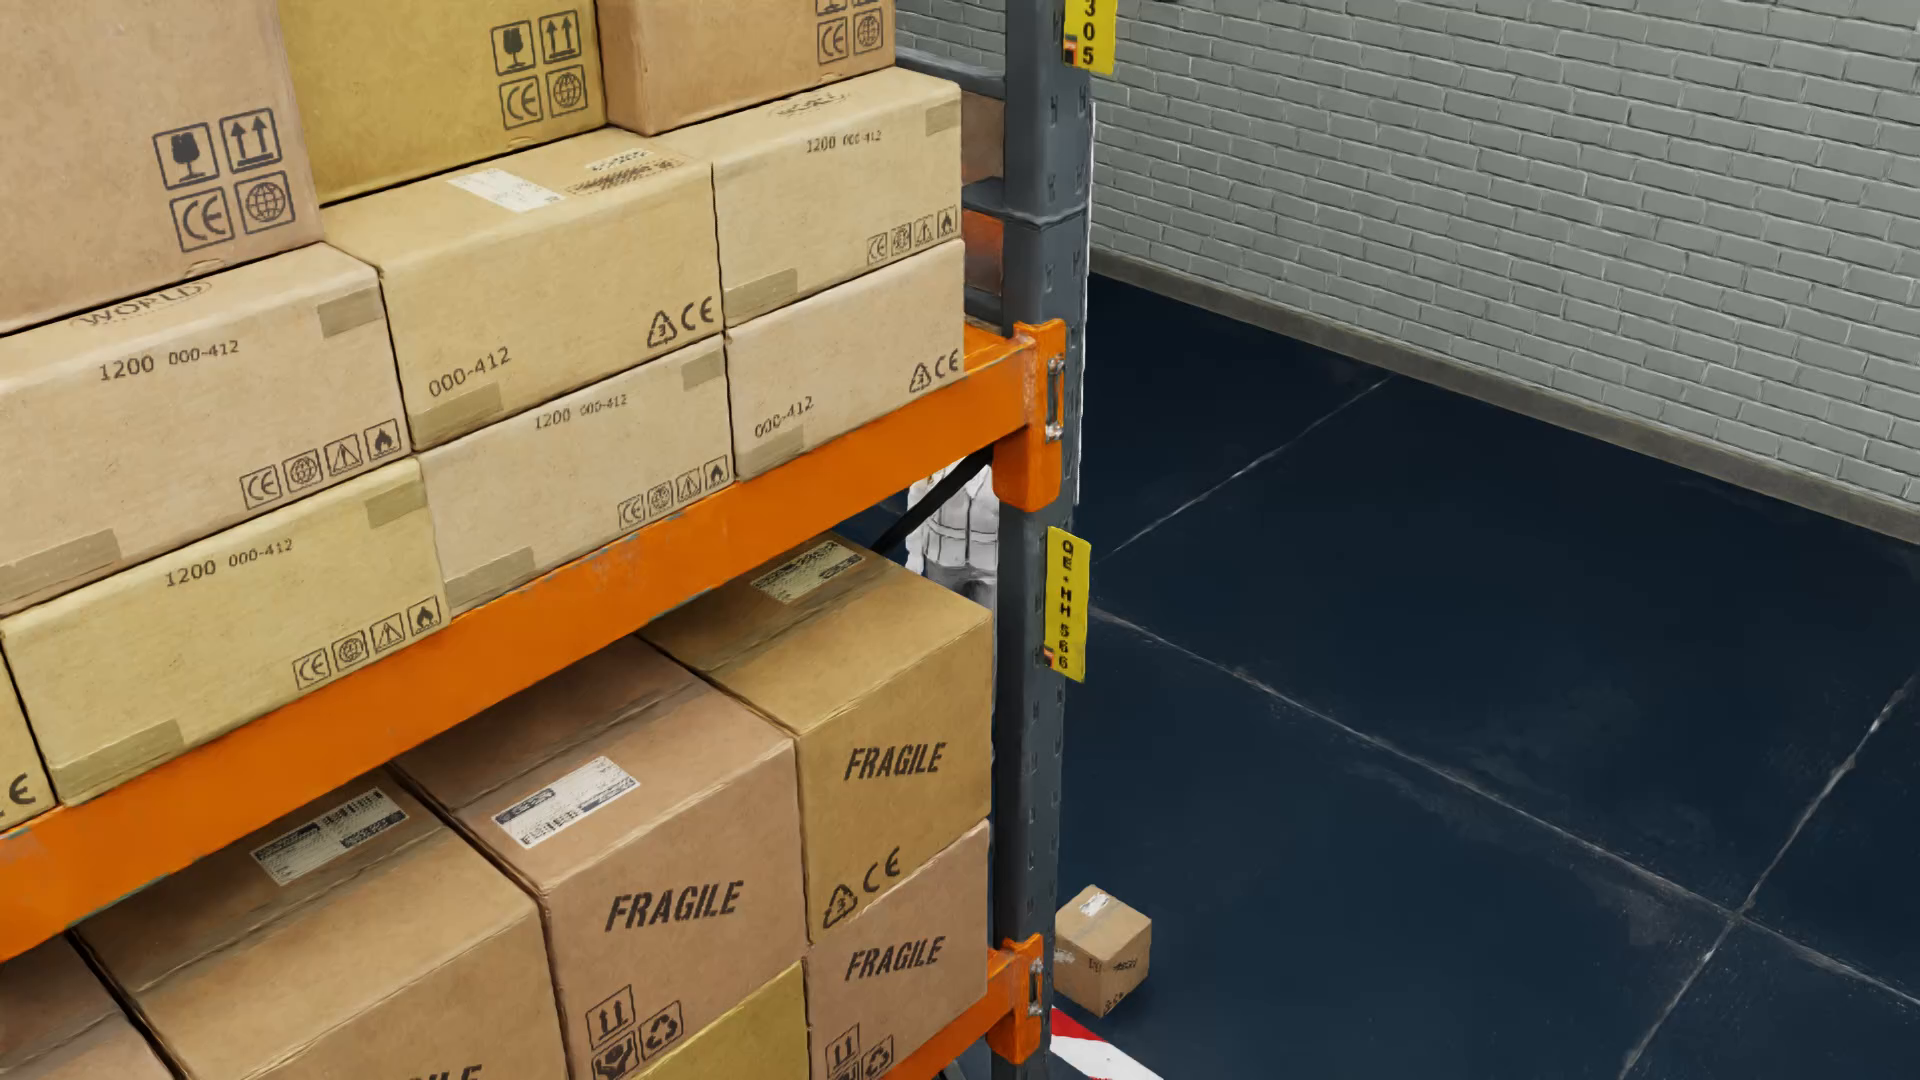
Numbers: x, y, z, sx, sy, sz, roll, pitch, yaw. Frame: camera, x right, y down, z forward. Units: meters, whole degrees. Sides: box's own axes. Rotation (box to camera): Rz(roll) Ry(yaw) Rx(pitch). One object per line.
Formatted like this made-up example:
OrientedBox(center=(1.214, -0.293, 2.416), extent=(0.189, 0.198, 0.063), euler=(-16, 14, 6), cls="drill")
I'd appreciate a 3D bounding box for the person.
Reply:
OrientedBox(center=(0.061, 0.031, 6.075), extent=(0.519, 1.666, 0.535), euler=(6, 32, 9), cls="person")
